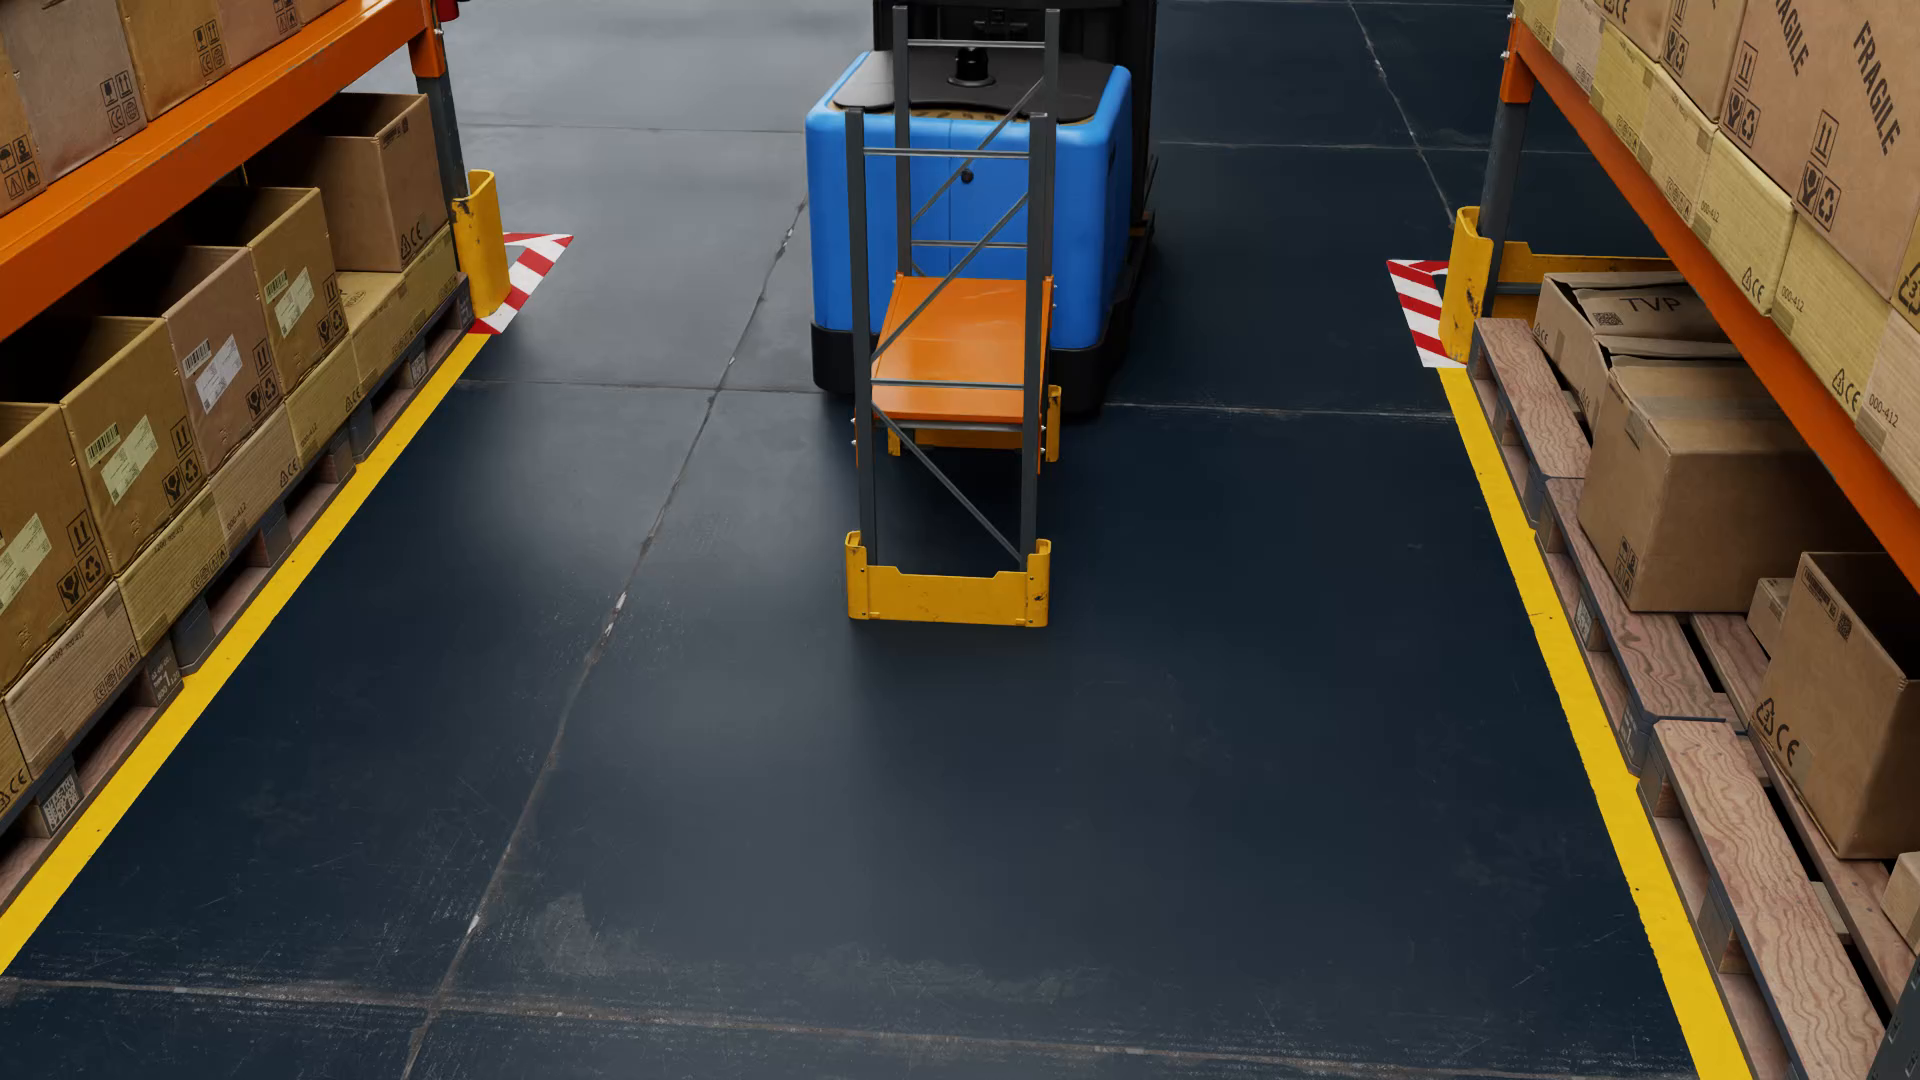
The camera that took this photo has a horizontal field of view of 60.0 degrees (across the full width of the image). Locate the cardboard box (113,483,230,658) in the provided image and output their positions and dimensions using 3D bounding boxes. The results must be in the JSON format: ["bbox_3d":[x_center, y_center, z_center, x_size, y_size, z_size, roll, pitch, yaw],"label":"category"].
[{"bbox_3d":[-2.358,0.064,4.507,0.500,0.250,0.500,2,32,4],"label":"cardboard box"}]

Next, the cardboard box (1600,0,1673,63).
[{"bbox_3d":[2.036,-1.557,4.326,0.500,0.500,0.500,1,32,2],"label":"cardboard box"}]

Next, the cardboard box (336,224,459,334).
[{"bbox_3d":[-2.214,-0.982,6.205,0.500,0.250,0.500,2,32,4],"label":"cardboard box"}]

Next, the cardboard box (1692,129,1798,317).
[{"bbox_3d":[1.958,-0.695,3.643,0.500,0.250,0.500,2,32,4],"label":"cardboard box"}]

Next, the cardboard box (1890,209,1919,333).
[{"bbox_3d":[1.878,-0.490,2.596,0.500,0.500,0.500,2,32,4],"label":"cardboard box"}]

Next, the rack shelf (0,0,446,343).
[{"bbox_3d":[-2.627,-0.915,4.562,1.077,0.370,4.000,2,32,4],"label":"rack shelf"}]

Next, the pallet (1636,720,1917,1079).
[{"bbox_3d":[2.167,0.869,3.639,1.003,0.211,1.213,2,32,4],"label":"pallet"}]

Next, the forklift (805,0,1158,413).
[{"bbox_3d":[0.251,-2.455,6.440,1.130,2.935,3.031,6,32,9],"label":"forklift"}]

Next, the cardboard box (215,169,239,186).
[{"bbox_3d":[-2.769,-1.062,5.620,0.500,0.500,0.500,2,32,4],"label":"cardboard box"}]

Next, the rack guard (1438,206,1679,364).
[{"bbox_3d":[2.467,-0.954,6.321,1.175,0.500,0.348,2,32,4],"label":"rack guard"}]

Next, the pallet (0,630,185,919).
[{"bbox_3d":[-2.684,0.597,4.079,1.003,0.211,1.213,2,32,4],"label":"pallet"}]

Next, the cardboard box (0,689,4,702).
[{"bbox_3d":[-2.440,0.268,3.462,0.500,0.500,0.500,2,32,4],"label":"cardboard box"}]

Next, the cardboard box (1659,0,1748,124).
[{"bbox_3d":[2.006,-1.286,3.887,0.500,0.500,0.500,3,32,6],"label":"cardboard box"}]

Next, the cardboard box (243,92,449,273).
[{"bbox_3d":[-2.211,-1.301,6.009,0.500,0.500,0.500,2,32,4],"label":"cardboard box"}]

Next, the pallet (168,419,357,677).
[{"bbox_3d":[-2.587,-0.042,5.117,1.003,0.211,1.213,2,32,4],"label":"pallet"}]

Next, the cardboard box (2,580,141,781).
[{"bbox_3d":[-2.404,0.325,4.083,0.500,0.250,0.500,2,32,4],"label":"cardboard box"}]

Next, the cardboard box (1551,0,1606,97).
[{"bbox_3d":[2.089,-1.488,4.930,0.500,0.250,0.500,2,32,2],"label":"cardboard box"}]

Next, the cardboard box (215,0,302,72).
[{"bbox_3d":[-2.553,-1.791,5.202,0.700,0.500,0.500,3,32,5],"label":"cardboard box"}]

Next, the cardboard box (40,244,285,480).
[{"bbox_3d":[-2.320,-0.517,4.735,0.500,0.500,0.500,2,32,4],"label":"cardboard box"}]

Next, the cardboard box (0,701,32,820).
[{"bbox_3d":[-2.450,0.587,3.659,0.500,0.250,0.500,2,32,4],"label":"cardboard box"}]

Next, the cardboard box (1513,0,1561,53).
[{"bbox_3d":[2.117,-1.761,5.372,0.500,0.250,0.500,2,32,3],"label":"cardboard box"}]

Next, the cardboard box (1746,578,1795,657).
[{"bbox_3d":[2.298,0.225,4.324,0.380,0.149,0.250,0,32,0],"label":"cardboard box"}]

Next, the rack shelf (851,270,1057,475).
[{"bbox_3d":[0.007,-0.530,5.023,0.538,0.185,1.000,2,32,4],"label":"rack shelf"}]

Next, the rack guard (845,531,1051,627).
[{"bbox_3d":[-0.034,0.114,4.827,0.587,0.250,0.087,2,32,4],"label":"rack guard"}]

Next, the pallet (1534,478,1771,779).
[{"bbox_3d":[2.264,0.229,4.677,1.003,0.211,1.213,2,32,4],"label":"pallet"}]

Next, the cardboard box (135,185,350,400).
[{"bbox_3d":[-2.278,-0.778,5.159,0.500,0.500,0.500,2,32,4],"label":"cardboard box"}]

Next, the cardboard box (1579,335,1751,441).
[{"bbox_3d":[2.281,-0.444,5.255,0.500,0.311,0.500,5,32,8],"label":"cardboard box"}]

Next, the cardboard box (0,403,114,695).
[{"bbox_3d":[-2.407,0.006,3.887,0.500,0.500,0.500,2,32,4],"label":"cardboard box"}]

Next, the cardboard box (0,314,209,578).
[{"bbox_3d":[-2.359,-0.255,4.311,0.500,0.500,0.500,2,32,4],"label":"cardboard box"}]

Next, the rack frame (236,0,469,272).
[{"bbox_3d":[-2.464,-2.267,6.070,1.000,3.000,0.127,2,32,4],"label":"rack frame"}]

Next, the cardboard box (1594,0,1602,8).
[{"bbox_3d":[2.085,-1.827,4.764,0.500,0.500,0.500,3,32,4],"label":"cardboard box"}]

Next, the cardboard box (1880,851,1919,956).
[{"bbox_3d":[2.161,0.772,3.420,0.380,0.166,0.250,-2,32,-2],"label":"cardboard box"}]

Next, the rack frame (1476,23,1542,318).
[{"bbox_3d":[2.473,-2.058,5.730,1.000,3.000,0.127,2,32,4],"label":"rack frame"}]

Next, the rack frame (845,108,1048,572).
[{"bbox_3d":[-0.034,-0.417,4.498,0.500,1.500,0.032,2,32,4],"label":"rack frame"}]

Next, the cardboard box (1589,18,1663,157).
[{"bbox_3d":[2.042,-1.222,4.498,0.500,0.250,0.500,2,32,3],"label":"cardboard box"}]

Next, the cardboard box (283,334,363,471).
[{"bbox_3d":[-2.281,-0.459,5.356,0.500,0.250,0.500,2,32,4],"label":"cardboard box"}]

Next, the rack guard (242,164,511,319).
[{"bbox_3d":[-2.462,-1.216,6.746,1.175,0.500,0.348,2,32,4],"label":"rack guard"}]

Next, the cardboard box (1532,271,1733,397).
[{"bbox_3d":[2.327,-0.742,5.739,0.500,0.311,0.500,-1,32,-2],"label":"cardboard box"}]

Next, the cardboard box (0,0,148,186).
[{"bbox_3d":[-2.638,-1.257,4.335,0.700,0.500,0.500,3,32,5],"label":"cardboard box"}]

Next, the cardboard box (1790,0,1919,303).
[{"bbox_3d":[1.913,-0.751,3.019,0.500,0.500,0.500,2,32,4],"label":"cardboard box"}]

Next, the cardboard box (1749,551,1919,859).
[{"bbox_3d":[2.192,0.367,3.759,0.500,0.500,0.500,0,32,0],"label":"cardboard box"}]

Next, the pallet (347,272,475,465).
[{"bbox_3d":[-2.485,-0.678,6.150,1.003,0.211,1.213,2,32,4],"label":"pallet"}]

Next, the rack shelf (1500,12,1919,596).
[{"bbox_3d":[2.310,-0.705,4.221,1.077,0.370,4.000,2,32,4],"label":"rack shelf"}]

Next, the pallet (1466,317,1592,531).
[{"bbox_3d":[2.366,-0.407,5.710,1.003,0.211,1.213,2,32,4],"label":"pallet"}]

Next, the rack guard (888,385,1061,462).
[{"bbox_3d":[0.047,-0.407,5.672,0.587,0.250,0.087,2,32,4],"label":"rack guard"}]

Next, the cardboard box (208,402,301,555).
[{"bbox_3d":[-2.324,-0.197,4.932,0.500,0.250,0.500,2,32,4],"label":"cardboard box"}]

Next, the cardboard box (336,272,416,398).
[{"bbox_3d":[-2.242,-0.720,5.780,0.500,0.250,0.500,2,32,4],"label":"cardboard box"}]

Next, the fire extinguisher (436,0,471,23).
[{"bbox_3d":[-1.992,-2.276,6.158,0.296,0.674,0.183,2,32,4],"label":"fire extinguisher"}]

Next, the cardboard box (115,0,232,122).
[{"bbox_3d":[-2.599,-1.532,4.781,0.700,0.500,0.500,3,32,4],"label":"cardboard box"}]

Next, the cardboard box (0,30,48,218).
[{"bbox_3d":[-2.679,-0.989,3.900,0.700,0.500,0.500,3,32,5],"label":"cardboard box"}]

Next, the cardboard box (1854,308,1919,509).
[{"bbox_3d":[1.884,-0.171,2.793,0.500,0.250,0.500,3,32,4],"label":"cardboard box"}]

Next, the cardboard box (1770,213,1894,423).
[{"bbox_3d":[1.933,-0.431,3.215,0.500,0.250,0.500,3,32,4],"label":"cardboard box"}]

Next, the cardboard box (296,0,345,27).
[{"bbox_3d":[-2.515,-2.066,5.648,0.700,0.500,0.500,2,32,4],"label":"cardboard box"}]

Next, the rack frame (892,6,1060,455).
[{"bbox_3d":[0.048,-0.949,5.360,0.500,1.500,0.032,2,32,4],"label":"rack frame"}]

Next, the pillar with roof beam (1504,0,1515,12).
[{"bbox_3d":[-0.524,-7.530,8.891,9.100,9.000,0.400,2,32,4],"label":"pillar with roof beam"}]

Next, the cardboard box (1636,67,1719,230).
[{"bbox_3d":[1.998,-0.958,4.069,0.500,0.250,0.500,3,32,4],"label":"cardboard box"}]

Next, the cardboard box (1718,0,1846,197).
[{"bbox_3d":[1.964,-1.014,3.446,0.500,0.500,0.500,2,32,3],"label":"cardboard box"}]

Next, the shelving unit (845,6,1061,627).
[{"bbox_3d":[0.006,-0.678,4.921,0.587,1.500,1.083,2,32,4],"label":"shelving unit"}]

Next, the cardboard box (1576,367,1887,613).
[{"bbox_3d":[2.171,-0.143,4.586,0.700,0.500,0.500,1,32,1],"label":"cardboard box"}]
